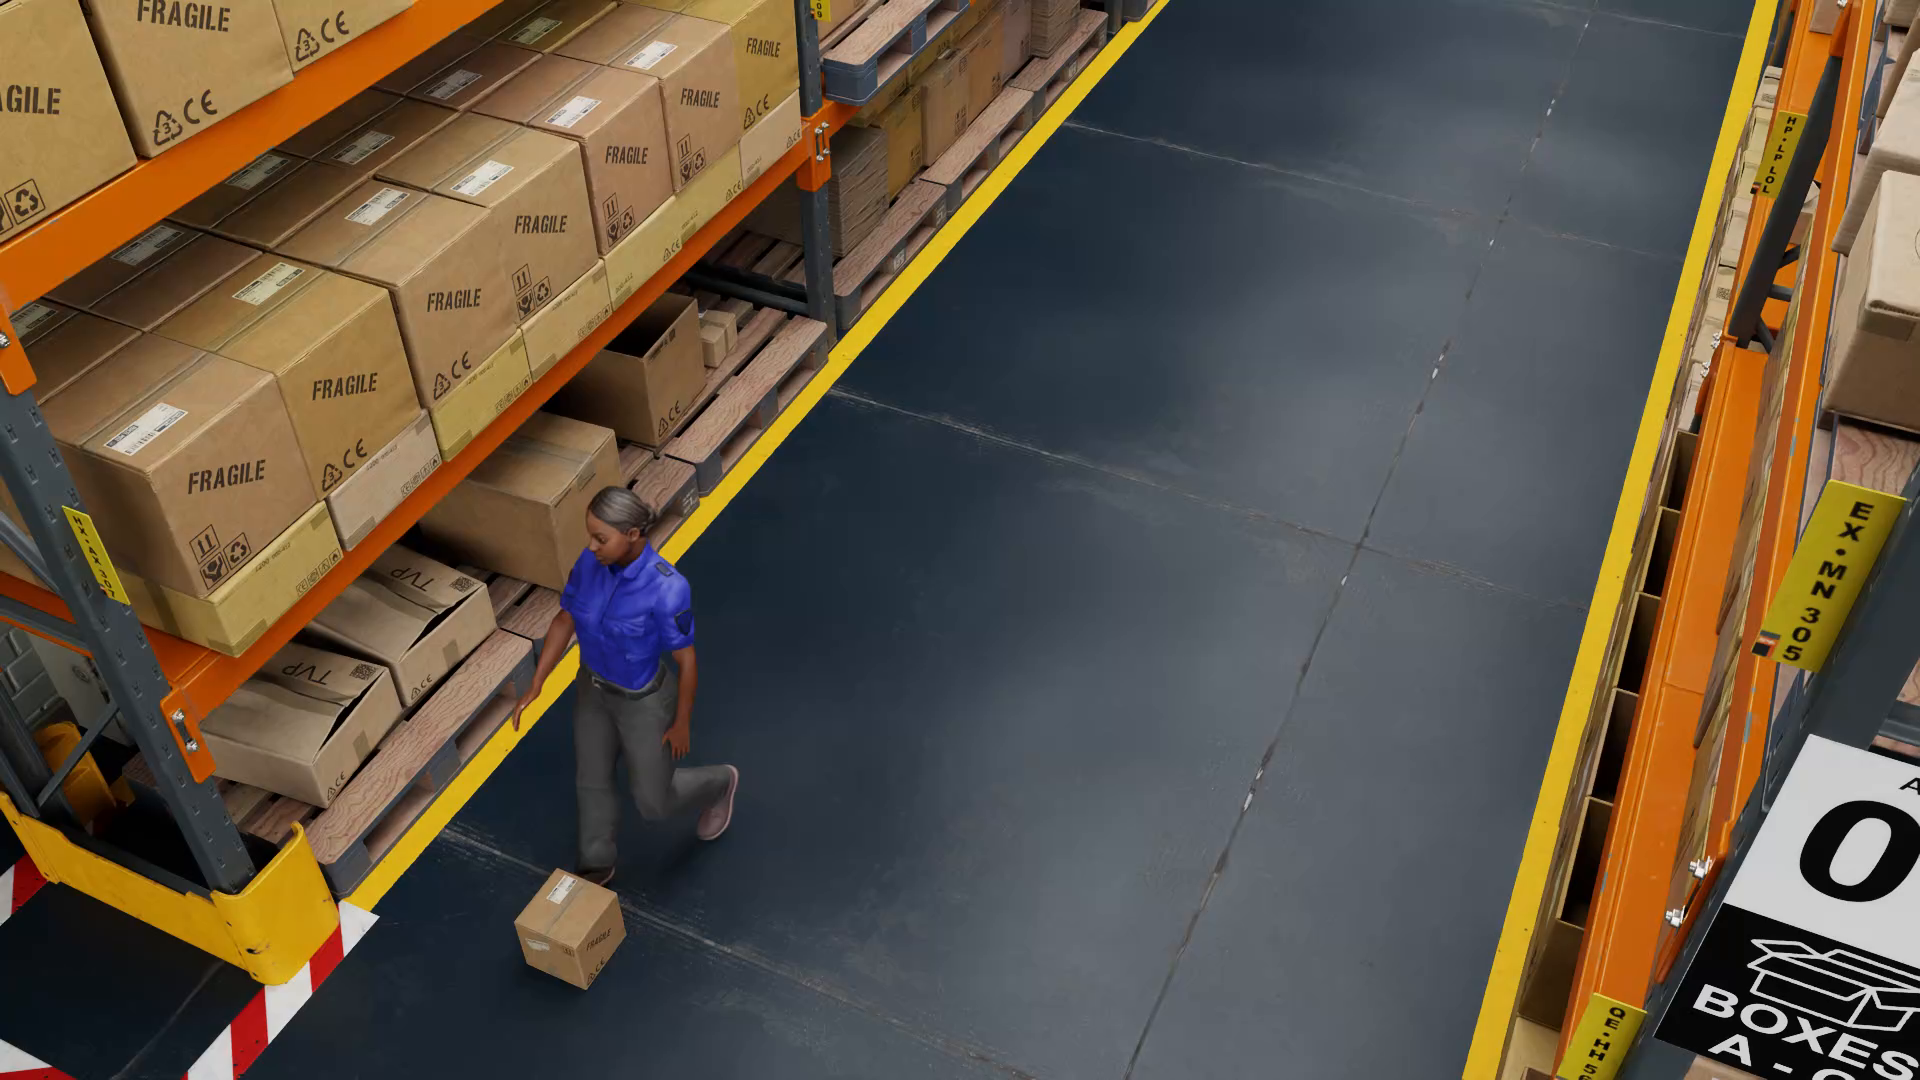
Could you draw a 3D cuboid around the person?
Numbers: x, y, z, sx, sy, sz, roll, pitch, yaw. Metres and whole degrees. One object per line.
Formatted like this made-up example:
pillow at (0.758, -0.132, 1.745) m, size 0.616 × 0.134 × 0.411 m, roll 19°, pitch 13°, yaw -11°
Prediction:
person at (-1.163, 0.571, 5.559) m, size 0.524 × 1.584 × 0.795 m, roll 26°, pitch 48°, yaw 25°
